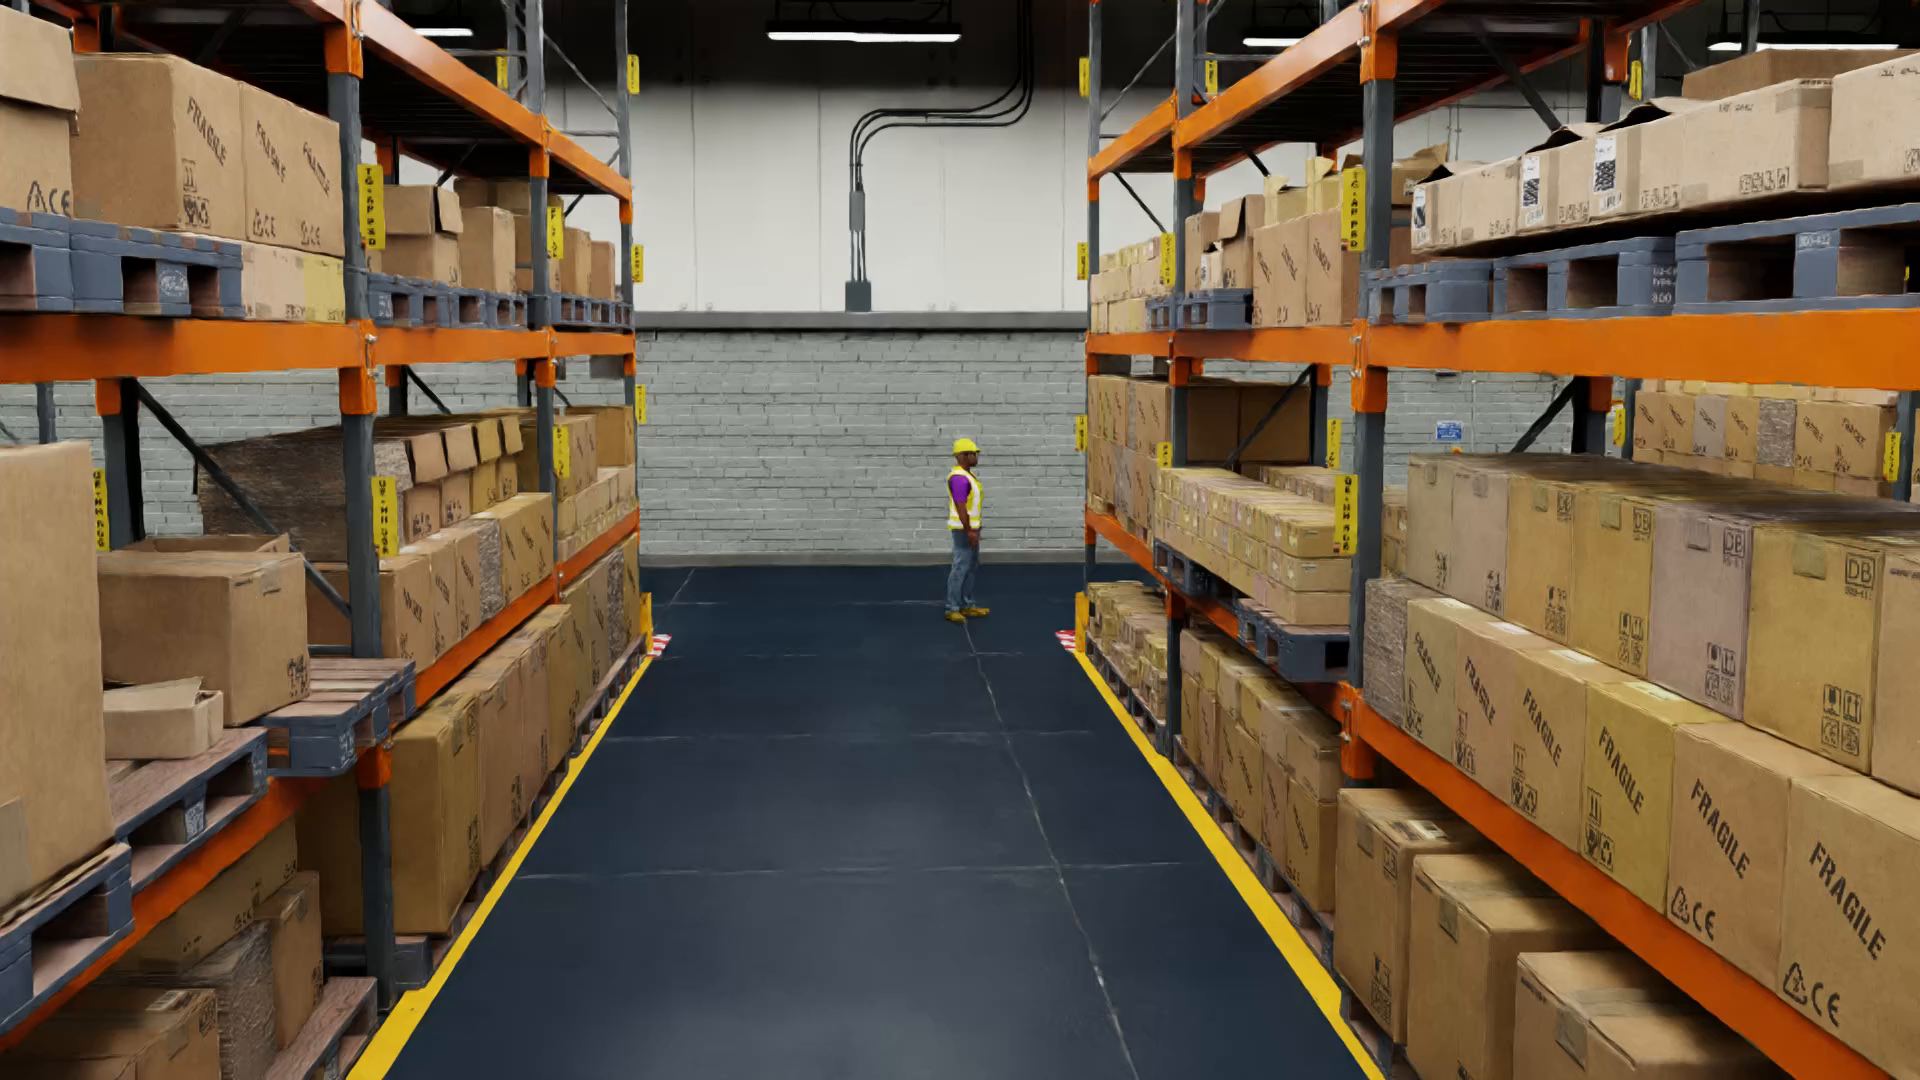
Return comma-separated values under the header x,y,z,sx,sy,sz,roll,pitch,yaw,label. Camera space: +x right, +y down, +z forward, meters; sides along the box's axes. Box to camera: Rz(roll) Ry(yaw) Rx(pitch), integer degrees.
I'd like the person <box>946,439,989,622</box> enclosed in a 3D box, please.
x,y,z,sx,sy,sz,roll,pitch,yaw,label
0.068,-0.108,16.340,0.374,1.767,0.698,1,7,10,person
